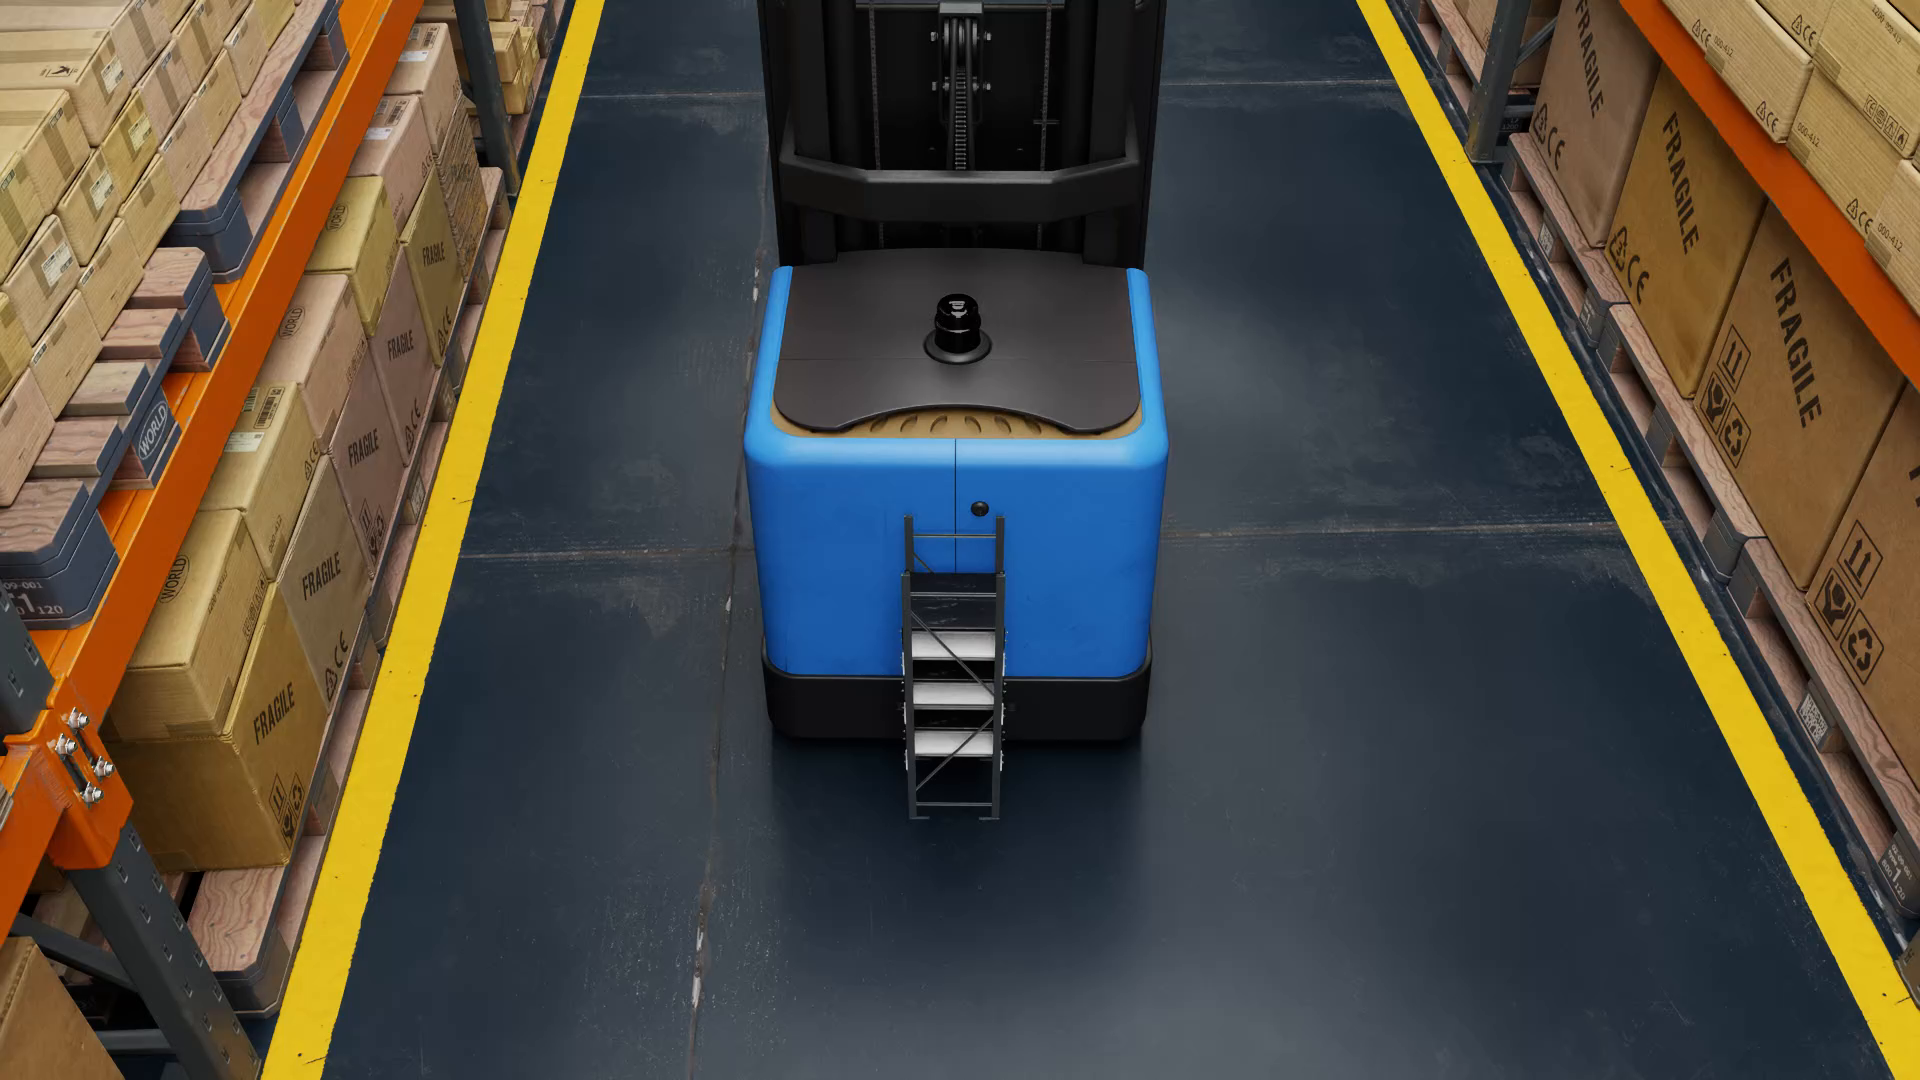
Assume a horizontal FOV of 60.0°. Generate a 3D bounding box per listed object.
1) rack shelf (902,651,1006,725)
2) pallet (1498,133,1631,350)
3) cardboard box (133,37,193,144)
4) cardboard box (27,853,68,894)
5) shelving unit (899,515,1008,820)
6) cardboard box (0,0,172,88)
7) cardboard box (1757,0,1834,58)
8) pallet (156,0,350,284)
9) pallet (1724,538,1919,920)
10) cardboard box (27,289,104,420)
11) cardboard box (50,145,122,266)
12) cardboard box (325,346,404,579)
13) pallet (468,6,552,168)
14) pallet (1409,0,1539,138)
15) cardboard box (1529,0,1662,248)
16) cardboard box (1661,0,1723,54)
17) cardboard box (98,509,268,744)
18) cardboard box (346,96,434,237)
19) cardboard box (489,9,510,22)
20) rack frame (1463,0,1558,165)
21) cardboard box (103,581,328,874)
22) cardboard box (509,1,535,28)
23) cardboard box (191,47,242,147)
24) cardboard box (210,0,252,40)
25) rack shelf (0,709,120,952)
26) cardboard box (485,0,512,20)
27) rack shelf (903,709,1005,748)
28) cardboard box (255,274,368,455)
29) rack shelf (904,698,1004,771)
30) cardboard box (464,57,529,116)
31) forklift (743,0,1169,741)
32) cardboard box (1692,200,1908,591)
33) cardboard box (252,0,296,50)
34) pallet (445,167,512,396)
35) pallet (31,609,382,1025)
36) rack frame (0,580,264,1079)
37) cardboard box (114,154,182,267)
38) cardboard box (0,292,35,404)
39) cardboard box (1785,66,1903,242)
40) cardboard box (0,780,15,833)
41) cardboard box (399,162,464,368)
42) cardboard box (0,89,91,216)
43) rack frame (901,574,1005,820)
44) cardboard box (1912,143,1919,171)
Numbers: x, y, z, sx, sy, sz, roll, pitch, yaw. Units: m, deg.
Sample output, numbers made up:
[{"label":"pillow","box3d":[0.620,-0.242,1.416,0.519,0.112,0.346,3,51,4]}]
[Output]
[{"label":"rack shelf","box3d":[-0.014,0.368,4.231,0.258,0.077,0.200,0,43,1]},{"label":"pallet","box3d":[2.745,-1.184,6.386,1.003,0.211,1.213,-2,43,-2]},{"label":"cardboard box","box3d":[-2.003,-1.026,3.804,0.380,0.149,0.250,-2,43,-2]},{"label":"cardboard box","box3d":[-2.424,0.510,4.013,0.500,0.500,0.500,-2,43,-2]},{"label":"shelving unit","box3d":[-0.014,0.344,4.209,0.258,0.900,0.210,0,43,1]},{"label":"cardboard box","box3d":[-2.005,-1.128,3.695,0.380,0.149,0.250,0,43,0]},{"label":"cardboard box","box3d":[2.443,-1.521,4.430,0.500,0.250,0.500,-3,43,-3]},{"label":"pallet","box3d":[-2.259,-1.085,4.355,1.003,0.211,1.213,-2,43,-2]},{"label":"pallet","box3d":[2.849,0.463,4.588,1.003,0.211,1.213,-2,43,-2]},{"label":"cardboard box","box3d":[-1.963,-0.371,3.310,0.380,0.149,0.250,0,43,0]},{"label":"cardboard box","box3d":[-1.983,-0.687,3.435,0.380,0.149,0.250,-3,43,-3]},{"label":"cardboard box","box3d":[-1.961,-0.224,4.814,0.500,0.500,0.500,-3,43,-3]},{"label":"pallet","box3d":[-2.368,-1.945,7.216,1.003,0.211,1.213,-2,43,-2]},{"label":"pallet","box3d":[2.683,-2.218,7.514,1.003,0.211,1.213,-2,43,-2]},{"label":"cardboard box","box3d":[2.743,-1.686,6.131,0.875,0.875,0.875,0,43,0]},{"label":"cardboard box","box3d":[2.421,-1.675,4.969,0.500,0.250,0.500,-2,43,-2]},{"label":"cardboard box","box3d":[-1.922,0.198,3.799,0.500,0.250,0.500,-3,43,-4]},{"label":"cardboard box","box3d":[-2.012,-1.187,5.310,0.500,0.250,0.500,0,43,0]},{"label":"cardboard box","box3d":[-2.100,-2.156,6.961,0.380,0.149,0.250,-1,43,-1]},{"label":"rack frame","box3d":[2.637,-2.731,6.009,1.000,3.000,0.127,-2,43,-2]},{"label":"cardboard box","box3d":[-1.910,0.462,4.065,0.500,0.500,0.500,-3,43,-4]},{"label":"cardboard box","box3d":[-2.073,-2.225,7.257,0.380,0.149,0.250,-2,43,-2]},{"label":"cardboard box","box3d":[-2.010,-1.085,4.089,0.380,0.149,0.250,-1,43,-1]},{"label":"cardboard box","box3d":[-2.026,-1.375,4.186,0.380,0.149,0.250,0,43,0]},{"label":"rack shelf","box3d":[-2.049,1.795,1.604,1.077,0.370,4.000,-2,43,-2]},{"label":"cardboard box","box3d":[-2.064,-2.270,6.865,0.380,0.149,0.250,0,43,0]},{"label":"rack shelf","box3d":[-0.014,0.435,4.292,0.258,0.077,0.200,0,43,1]},{"label":"cardboard box","box3d":[-1.952,-0.479,4.537,0.500,0.250,0.500,-1,43,-1]},{"label":"rack shelf","box3d":[-0.014,0.501,4.353,0.258,0.077,0.200,0,43,1]},{"label":"cardboard box","box3d":[-1.999,-1.879,6.879,0.380,0.149,0.250,-3,43,-4]},{"label":"forklift","box3d":[0.008,-1.506,4.723,1.130,2.935,3.031,0,43,1]},{"label":"cardboard box","box3d":[2.827,-0.473,4.808,0.875,0.875,0.875,-1,43,-1]},{"label":"cardboard box","box3d":[-2.031,-1.441,4.477,0.380,0.149,0.250,0,43,0]},{"label":"pallet","box3d":[-2.270,-0.967,6.149,1.003,0.211,1.213,-2,43,-2]},{"label":"pallet","box3d":[-2.166,0.680,4.352,1.003,0.211,1.213,-2,43,-2]},{"label":"rack frame","box3d":[-2.134,0.180,2.834,1.000,3.000,0.127,-2,43,-2]},{"label":"cardboard box","box3d":[-1.988,-0.736,3.708,0.380,0.149,0.250,0,43,0]},{"label":"cardboard box","box3d":[-1.954,-0.324,3.038,0.380,0.149,0.250,0,43,0]},{"label":"cardboard box","box3d":[2.483,-0.994,4.225,0.500,0.250,0.500,-2,43,-2]},{"label":"cardboard box","box3d":[-1.847,0.439,2.477,0.500,0.500,0.500,-2,43,-2]},{"label":"cardboard box","box3d":[-2.000,-0.915,5.567,0.500,0.500,0.500,-3,43,-3]},{"label":"cardboard box","box3d":[-1.981,-0.766,3.301,0.380,0.149,0.250,-2,43,-2]},{"label":"rack frame","box3d":[-0.016,0.413,4.134,0.240,0.900,0.006,0,43,1]},{"label":"cardboard box","box3d":[2.507,-0.825,3.671,0.500,0.250,0.500,-3,43,-3]}]
